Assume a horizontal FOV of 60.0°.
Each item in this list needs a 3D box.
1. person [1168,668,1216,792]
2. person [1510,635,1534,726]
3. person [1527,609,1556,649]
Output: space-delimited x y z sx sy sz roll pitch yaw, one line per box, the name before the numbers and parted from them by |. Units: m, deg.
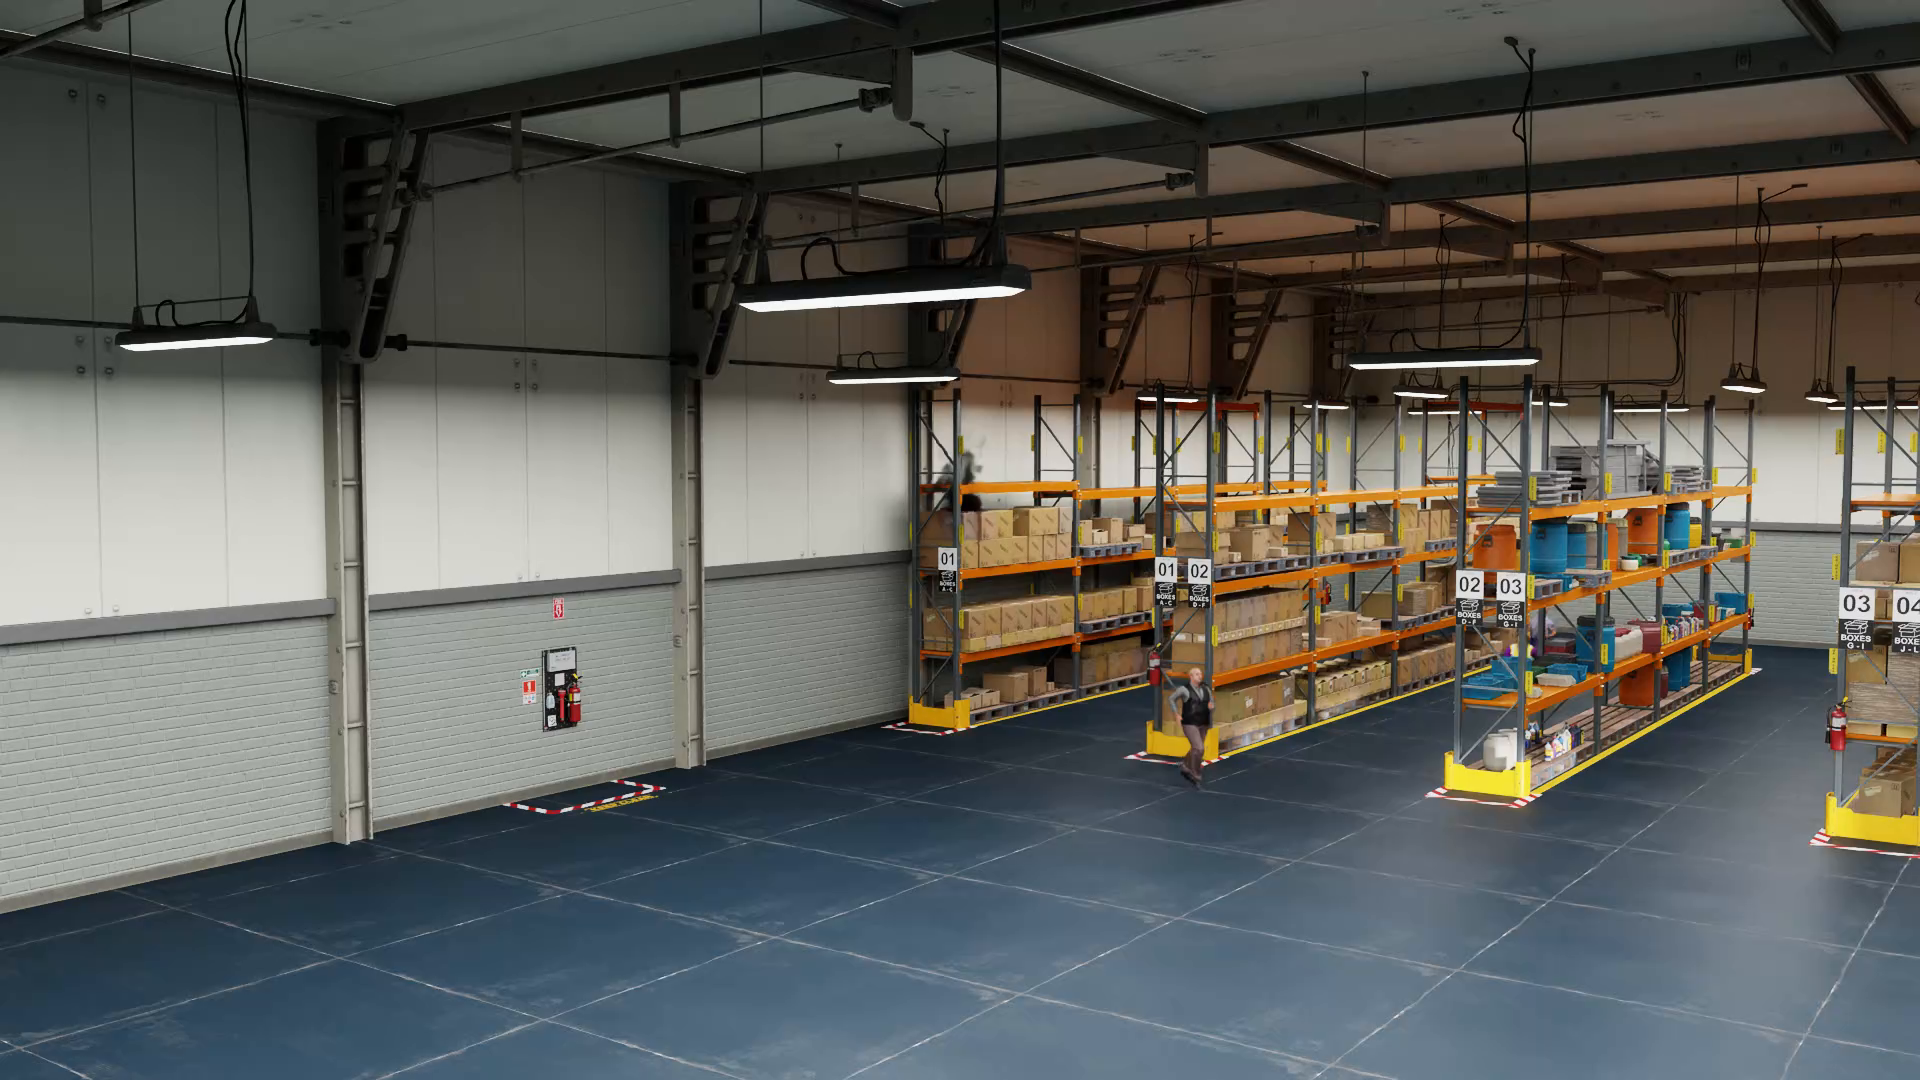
person | 3.435 2.757 24.323 0.627 1.781 0.772 -2 4 -33
person | 10.040 2.470 29.730 0.702 1.684 0.589 2 4 28
person | 12.237 2.204 35.093 0.611 1.597 0.609 2 4 29
